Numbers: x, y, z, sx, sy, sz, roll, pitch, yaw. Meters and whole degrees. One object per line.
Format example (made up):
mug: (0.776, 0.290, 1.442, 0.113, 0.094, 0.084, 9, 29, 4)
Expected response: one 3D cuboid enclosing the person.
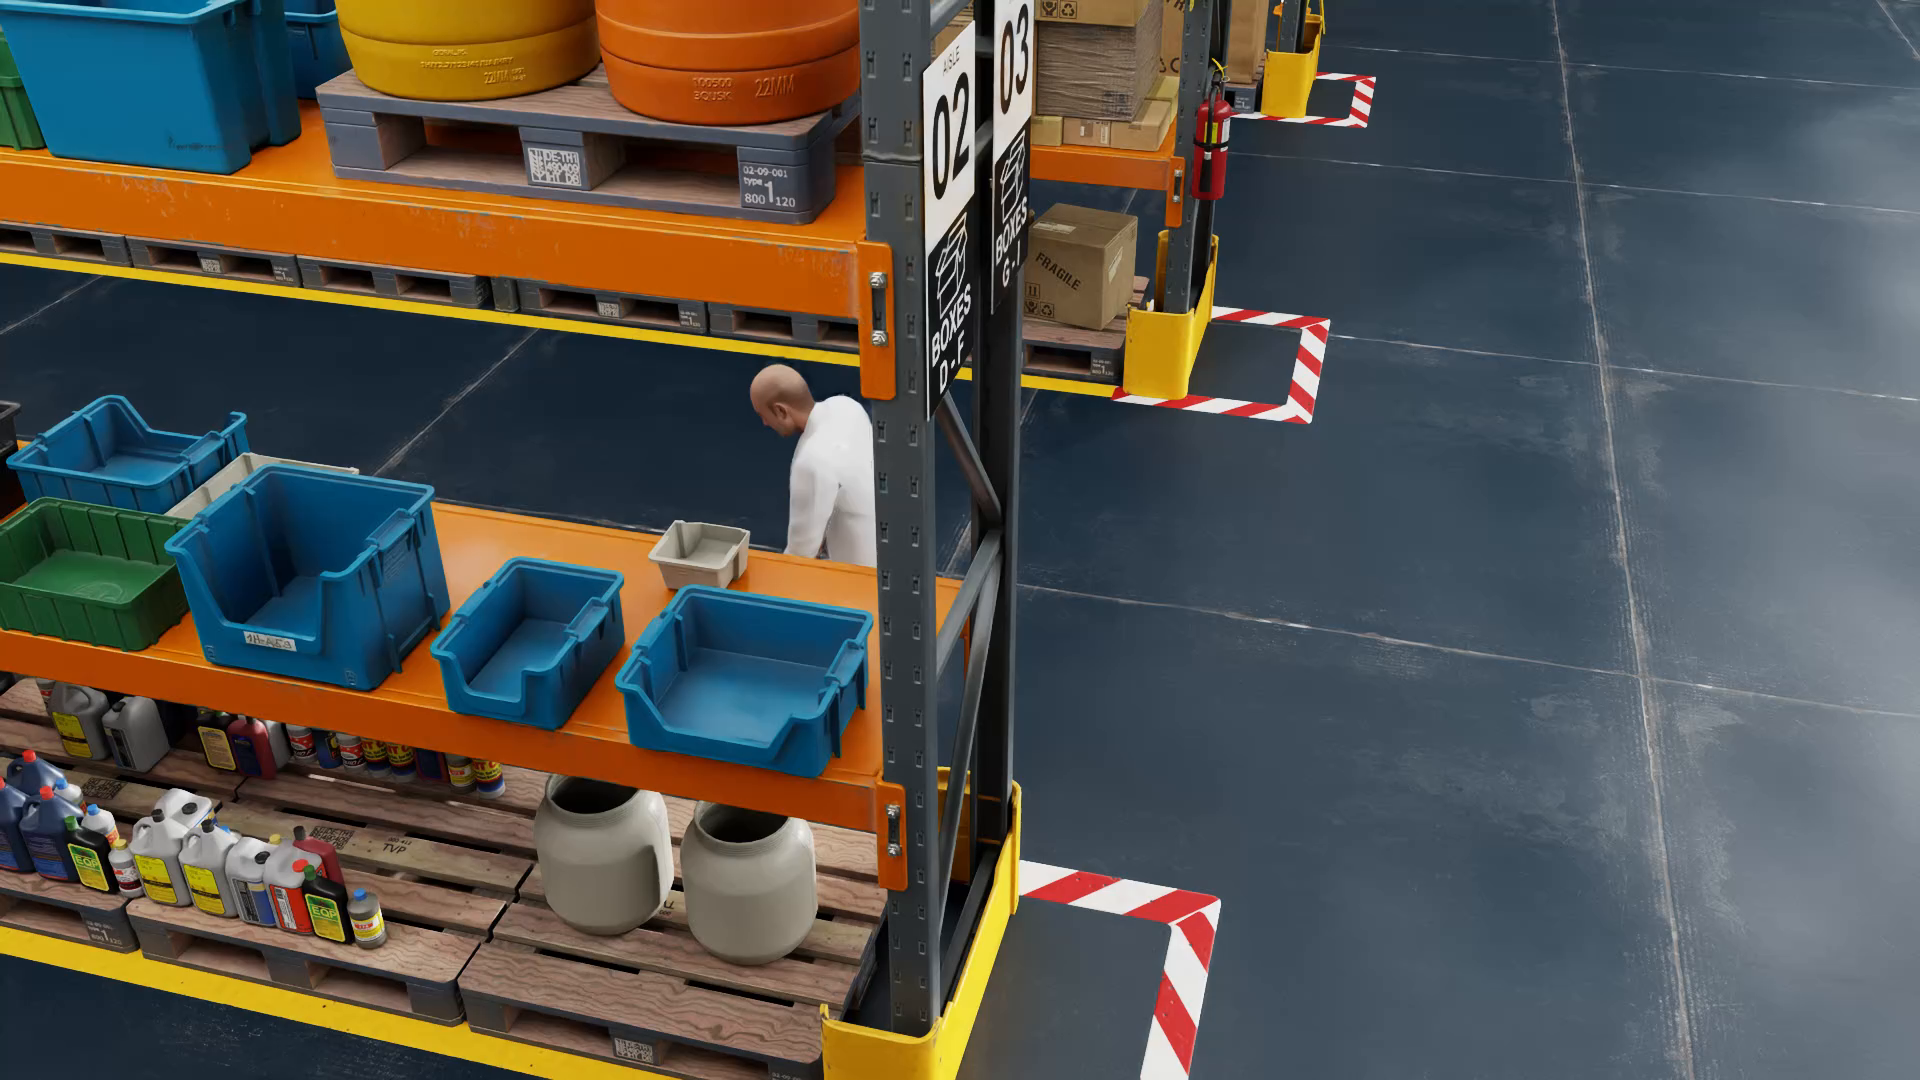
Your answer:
person: (-0.456, 0.099, 6.170, 0.564, 1.601, 0.619, 7, 33, 11)
